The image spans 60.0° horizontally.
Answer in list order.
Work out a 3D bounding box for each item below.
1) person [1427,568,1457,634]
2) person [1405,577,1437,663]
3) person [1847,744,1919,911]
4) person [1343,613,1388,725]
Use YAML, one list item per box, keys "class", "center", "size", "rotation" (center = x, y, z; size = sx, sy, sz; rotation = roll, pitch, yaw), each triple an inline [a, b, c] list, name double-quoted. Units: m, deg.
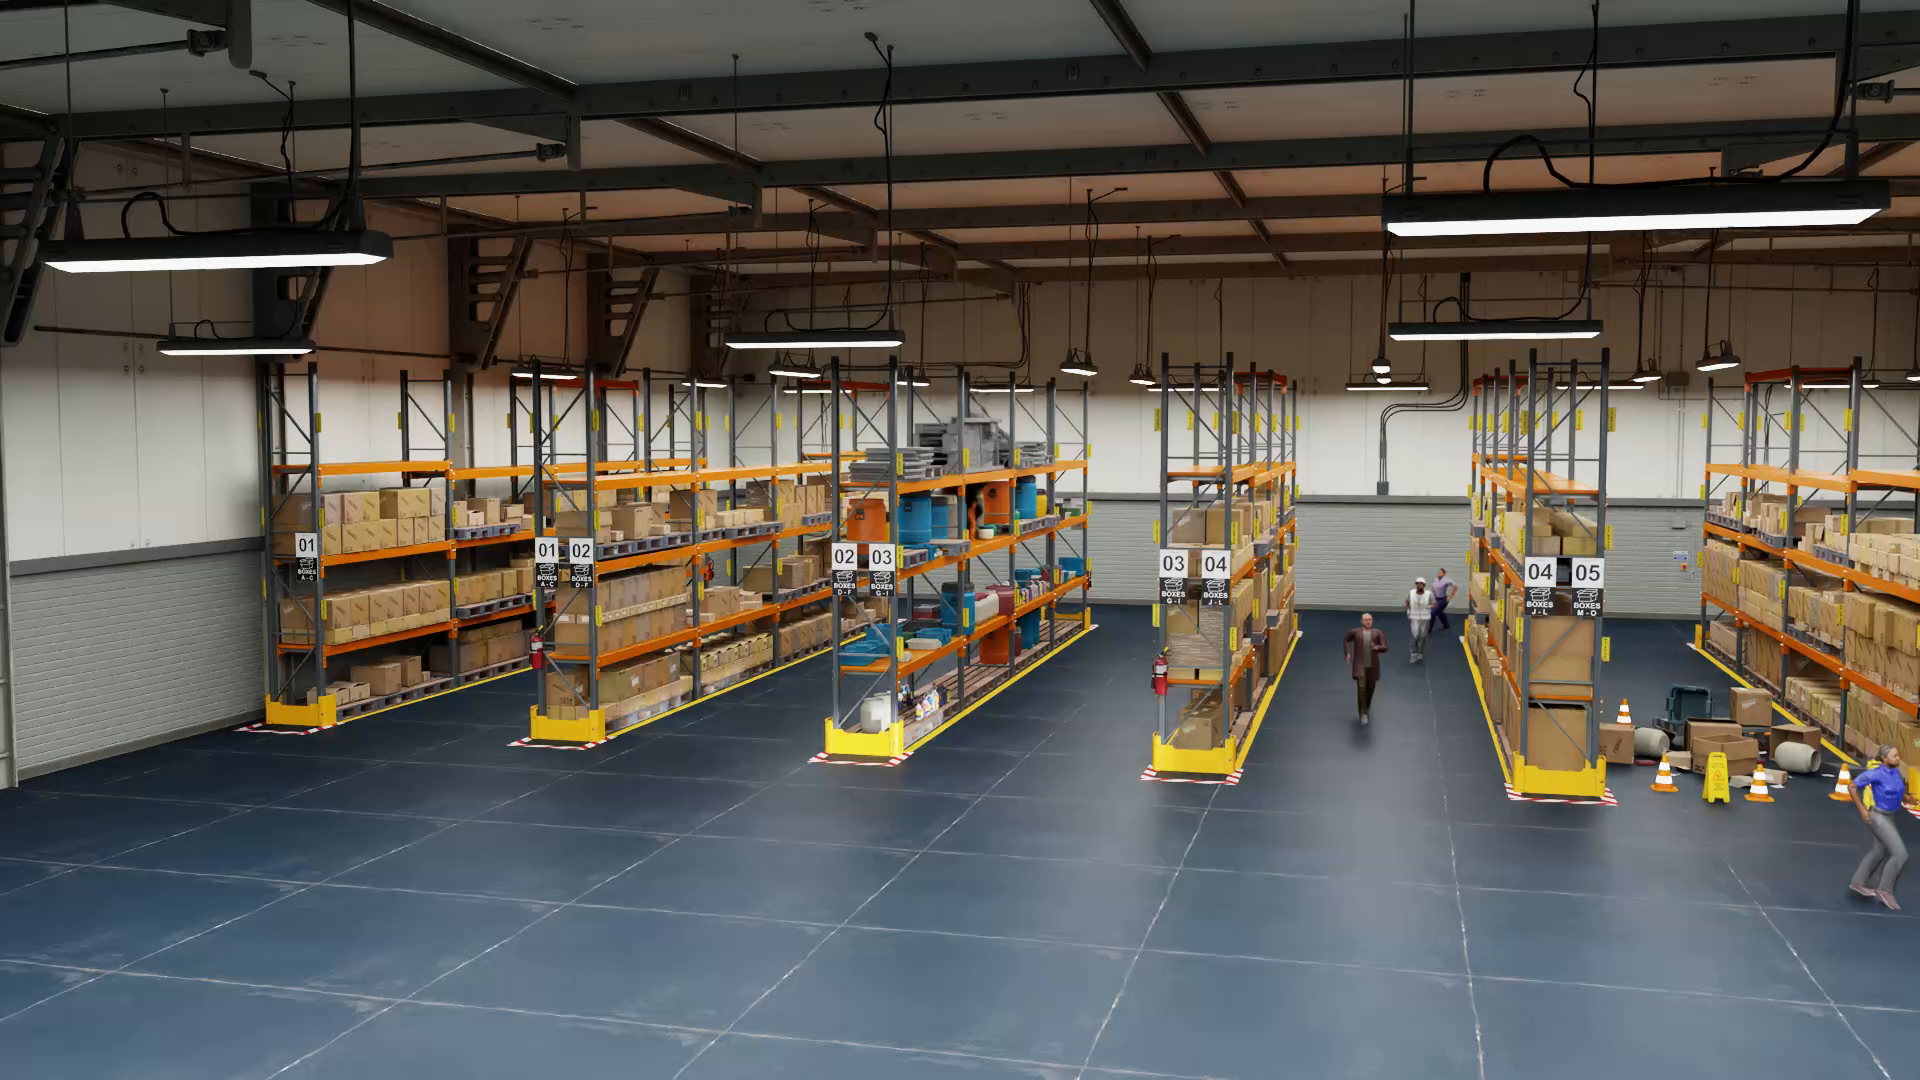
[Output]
- class: "person"
  center: [11.335, 1.466, 39.207]
  size: [0.863, 1.642, 0.742]
  rotation: [-1, 4, -18]
- class: "person"
  center: [9.617, 1.689, 34.711]
  size: [0.646, 1.822, 0.733]
  rotation: [1, 4, 15]
- class: "person"
  center: [9.605, 2.967, 17.276]
  size: [0.555, 1.698, 0.690]
  rotation: [-3, 5, -36]
- class: "person"
  center: [6.811, 2.129, 27.900]
  size: [0.687, 1.807, 0.991]
  rotation: [0, 4, 3]
